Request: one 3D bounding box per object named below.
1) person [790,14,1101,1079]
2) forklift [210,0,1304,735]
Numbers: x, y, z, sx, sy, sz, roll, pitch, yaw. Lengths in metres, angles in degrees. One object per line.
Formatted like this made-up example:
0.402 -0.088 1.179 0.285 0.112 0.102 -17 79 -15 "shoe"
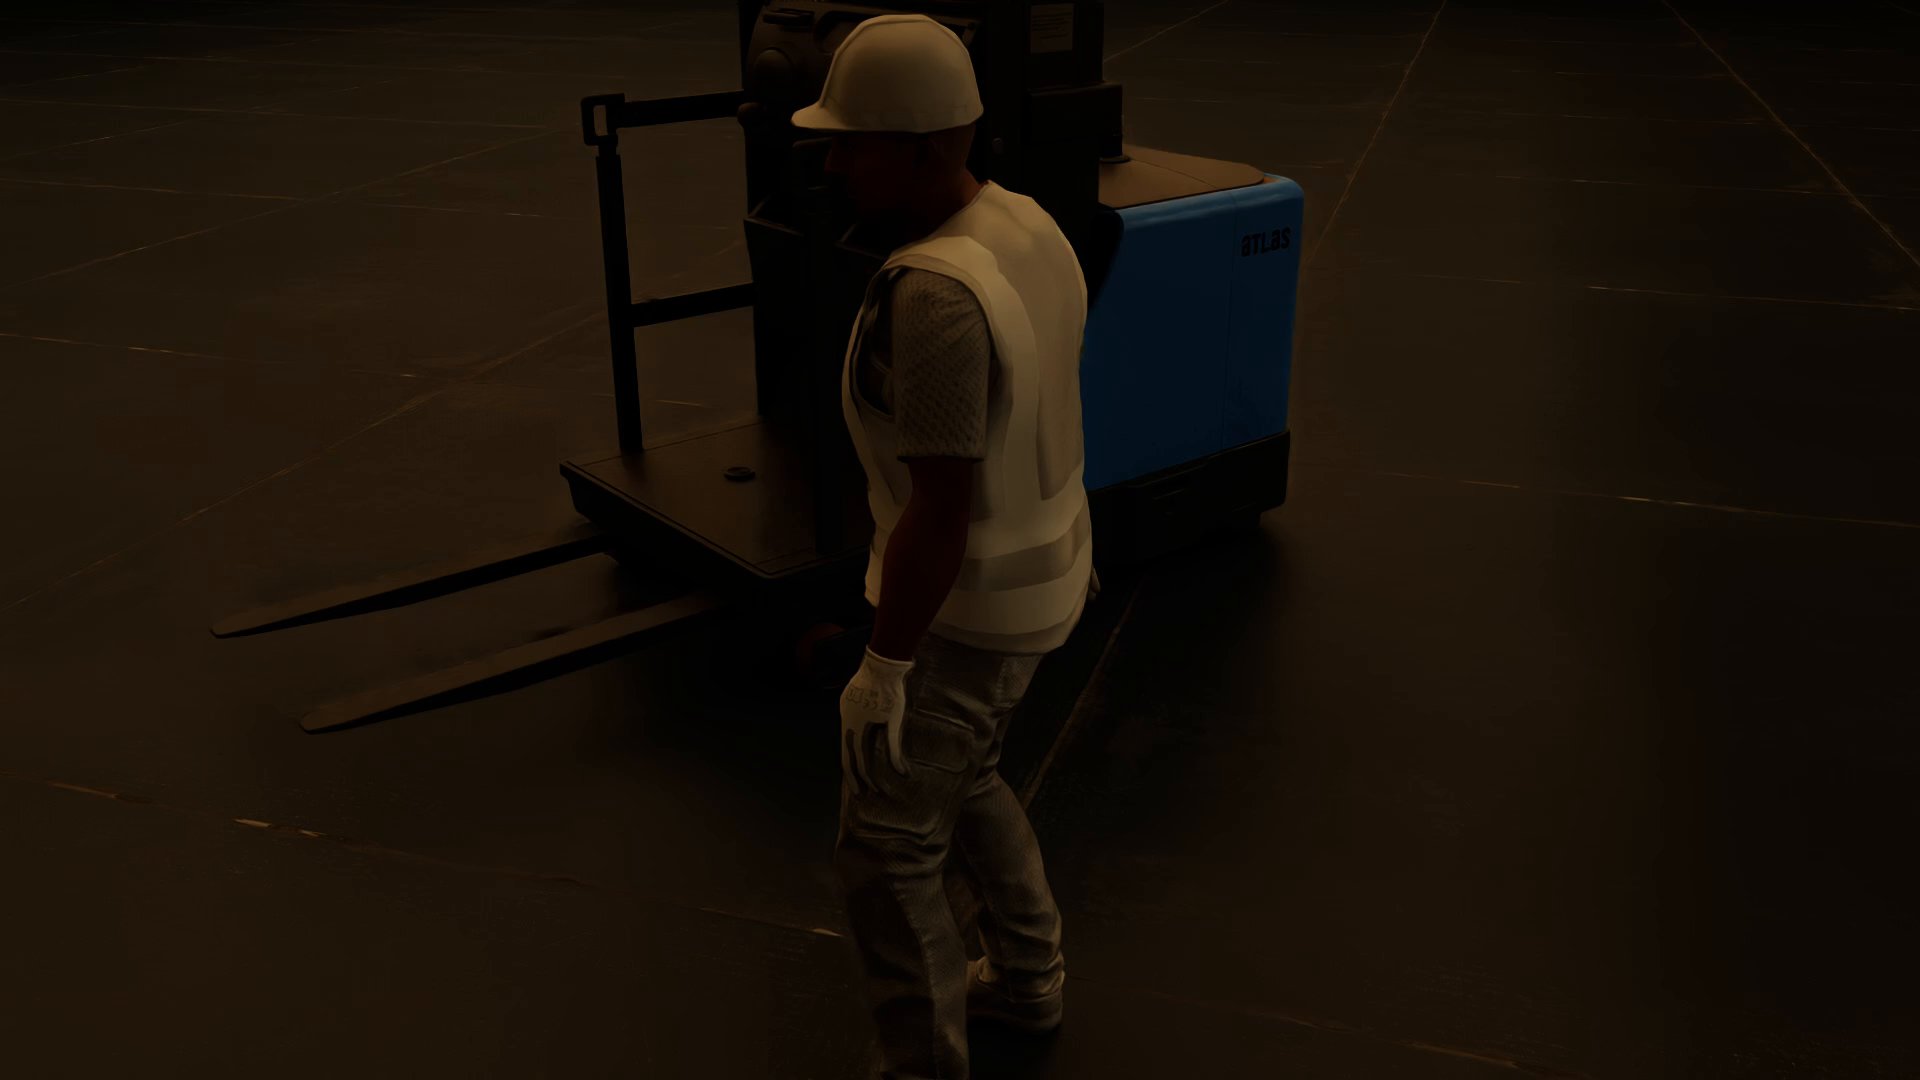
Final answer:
-0.025 0.090 2.611 0.432 1.749 0.860 6 23 14 "person"
-0.434 -1.204 4.195 3.031 2.935 1.130 -17 28 -36 "forklift"
